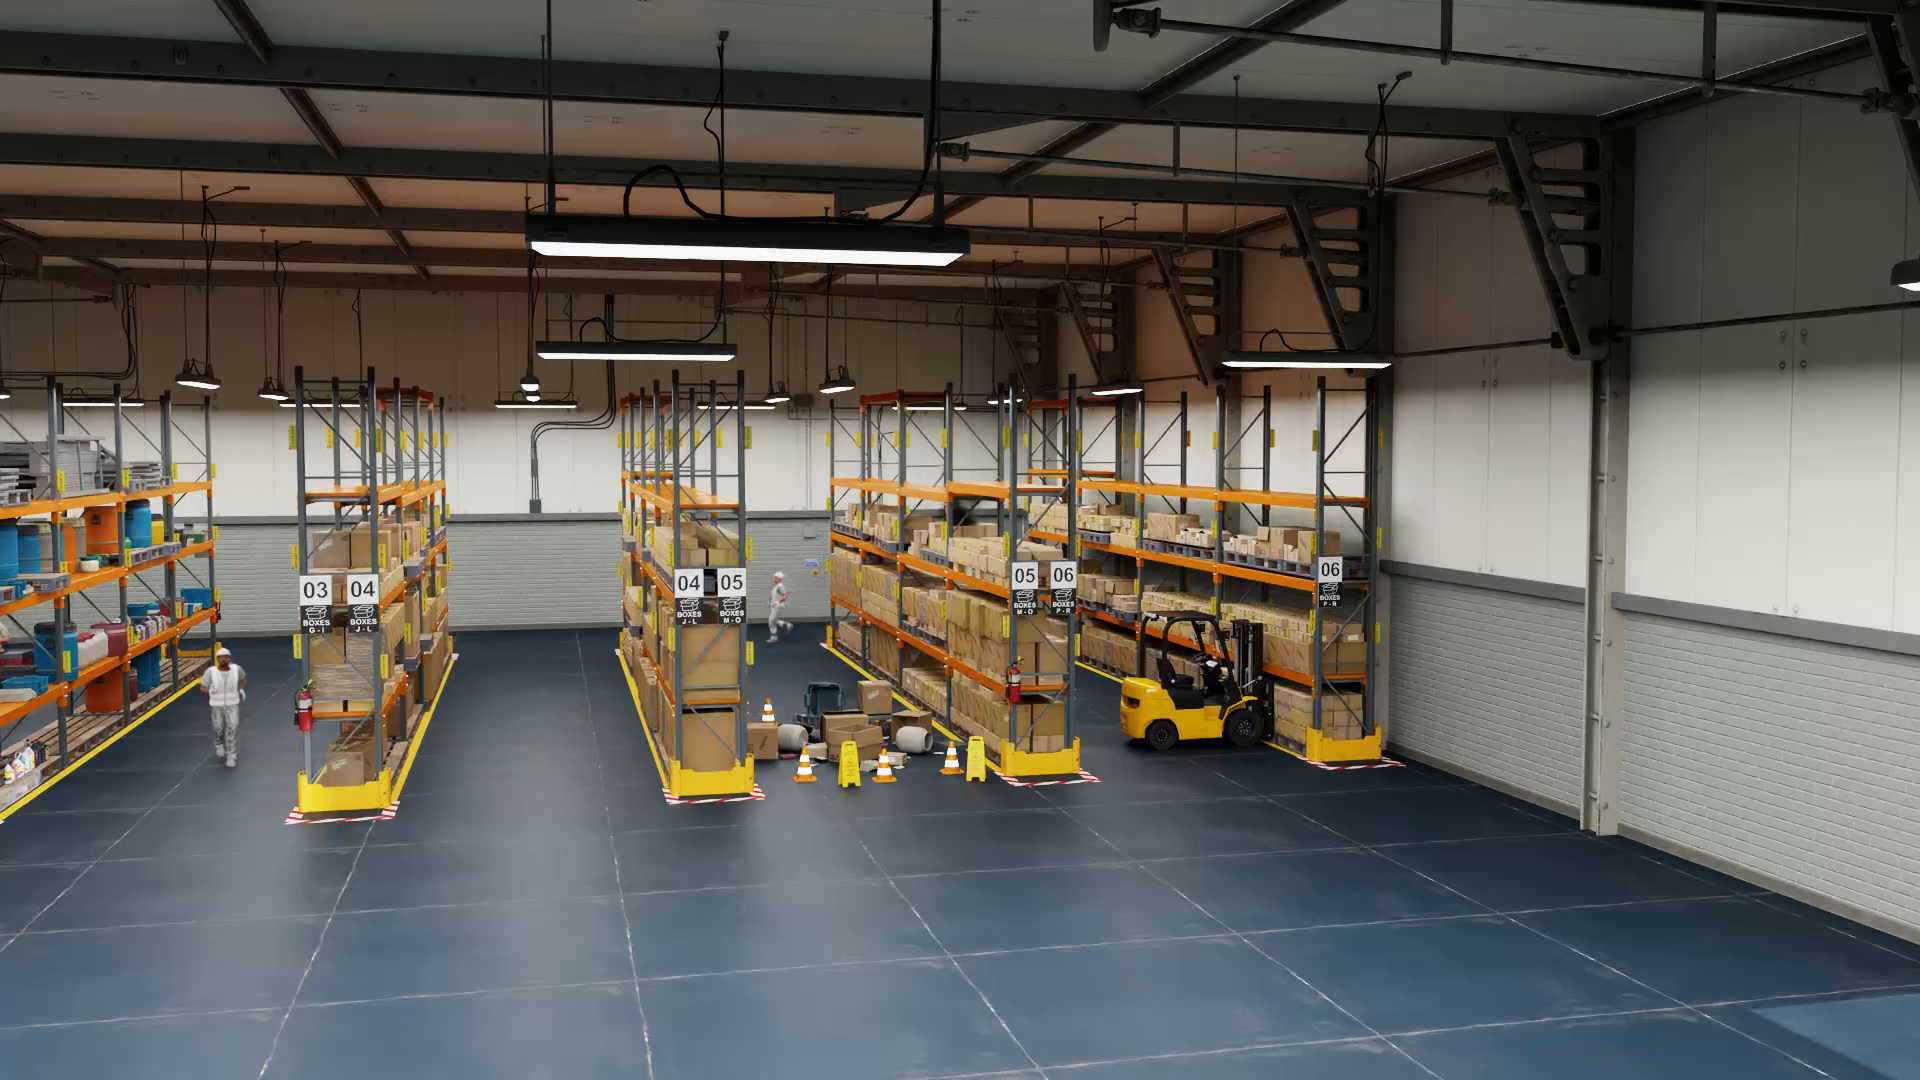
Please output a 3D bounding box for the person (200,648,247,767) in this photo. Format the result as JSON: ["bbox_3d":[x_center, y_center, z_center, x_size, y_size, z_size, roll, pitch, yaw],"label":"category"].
[{"bbox_3d":[-11.333,2.552,25.631,0.681,1.775,0.982,-2,4,-28],"label":"person"}]

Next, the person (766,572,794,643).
[{"bbox_3d":[-4.468,1.675,41.332,0.714,1.758,0.657,-1,4,-16],"label":"person"}]

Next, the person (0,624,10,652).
[{"bbox_3d":[-18.454,2.188,31.660,0.659,1.773,1.002,-2,4,-24],"label":"person"}]
